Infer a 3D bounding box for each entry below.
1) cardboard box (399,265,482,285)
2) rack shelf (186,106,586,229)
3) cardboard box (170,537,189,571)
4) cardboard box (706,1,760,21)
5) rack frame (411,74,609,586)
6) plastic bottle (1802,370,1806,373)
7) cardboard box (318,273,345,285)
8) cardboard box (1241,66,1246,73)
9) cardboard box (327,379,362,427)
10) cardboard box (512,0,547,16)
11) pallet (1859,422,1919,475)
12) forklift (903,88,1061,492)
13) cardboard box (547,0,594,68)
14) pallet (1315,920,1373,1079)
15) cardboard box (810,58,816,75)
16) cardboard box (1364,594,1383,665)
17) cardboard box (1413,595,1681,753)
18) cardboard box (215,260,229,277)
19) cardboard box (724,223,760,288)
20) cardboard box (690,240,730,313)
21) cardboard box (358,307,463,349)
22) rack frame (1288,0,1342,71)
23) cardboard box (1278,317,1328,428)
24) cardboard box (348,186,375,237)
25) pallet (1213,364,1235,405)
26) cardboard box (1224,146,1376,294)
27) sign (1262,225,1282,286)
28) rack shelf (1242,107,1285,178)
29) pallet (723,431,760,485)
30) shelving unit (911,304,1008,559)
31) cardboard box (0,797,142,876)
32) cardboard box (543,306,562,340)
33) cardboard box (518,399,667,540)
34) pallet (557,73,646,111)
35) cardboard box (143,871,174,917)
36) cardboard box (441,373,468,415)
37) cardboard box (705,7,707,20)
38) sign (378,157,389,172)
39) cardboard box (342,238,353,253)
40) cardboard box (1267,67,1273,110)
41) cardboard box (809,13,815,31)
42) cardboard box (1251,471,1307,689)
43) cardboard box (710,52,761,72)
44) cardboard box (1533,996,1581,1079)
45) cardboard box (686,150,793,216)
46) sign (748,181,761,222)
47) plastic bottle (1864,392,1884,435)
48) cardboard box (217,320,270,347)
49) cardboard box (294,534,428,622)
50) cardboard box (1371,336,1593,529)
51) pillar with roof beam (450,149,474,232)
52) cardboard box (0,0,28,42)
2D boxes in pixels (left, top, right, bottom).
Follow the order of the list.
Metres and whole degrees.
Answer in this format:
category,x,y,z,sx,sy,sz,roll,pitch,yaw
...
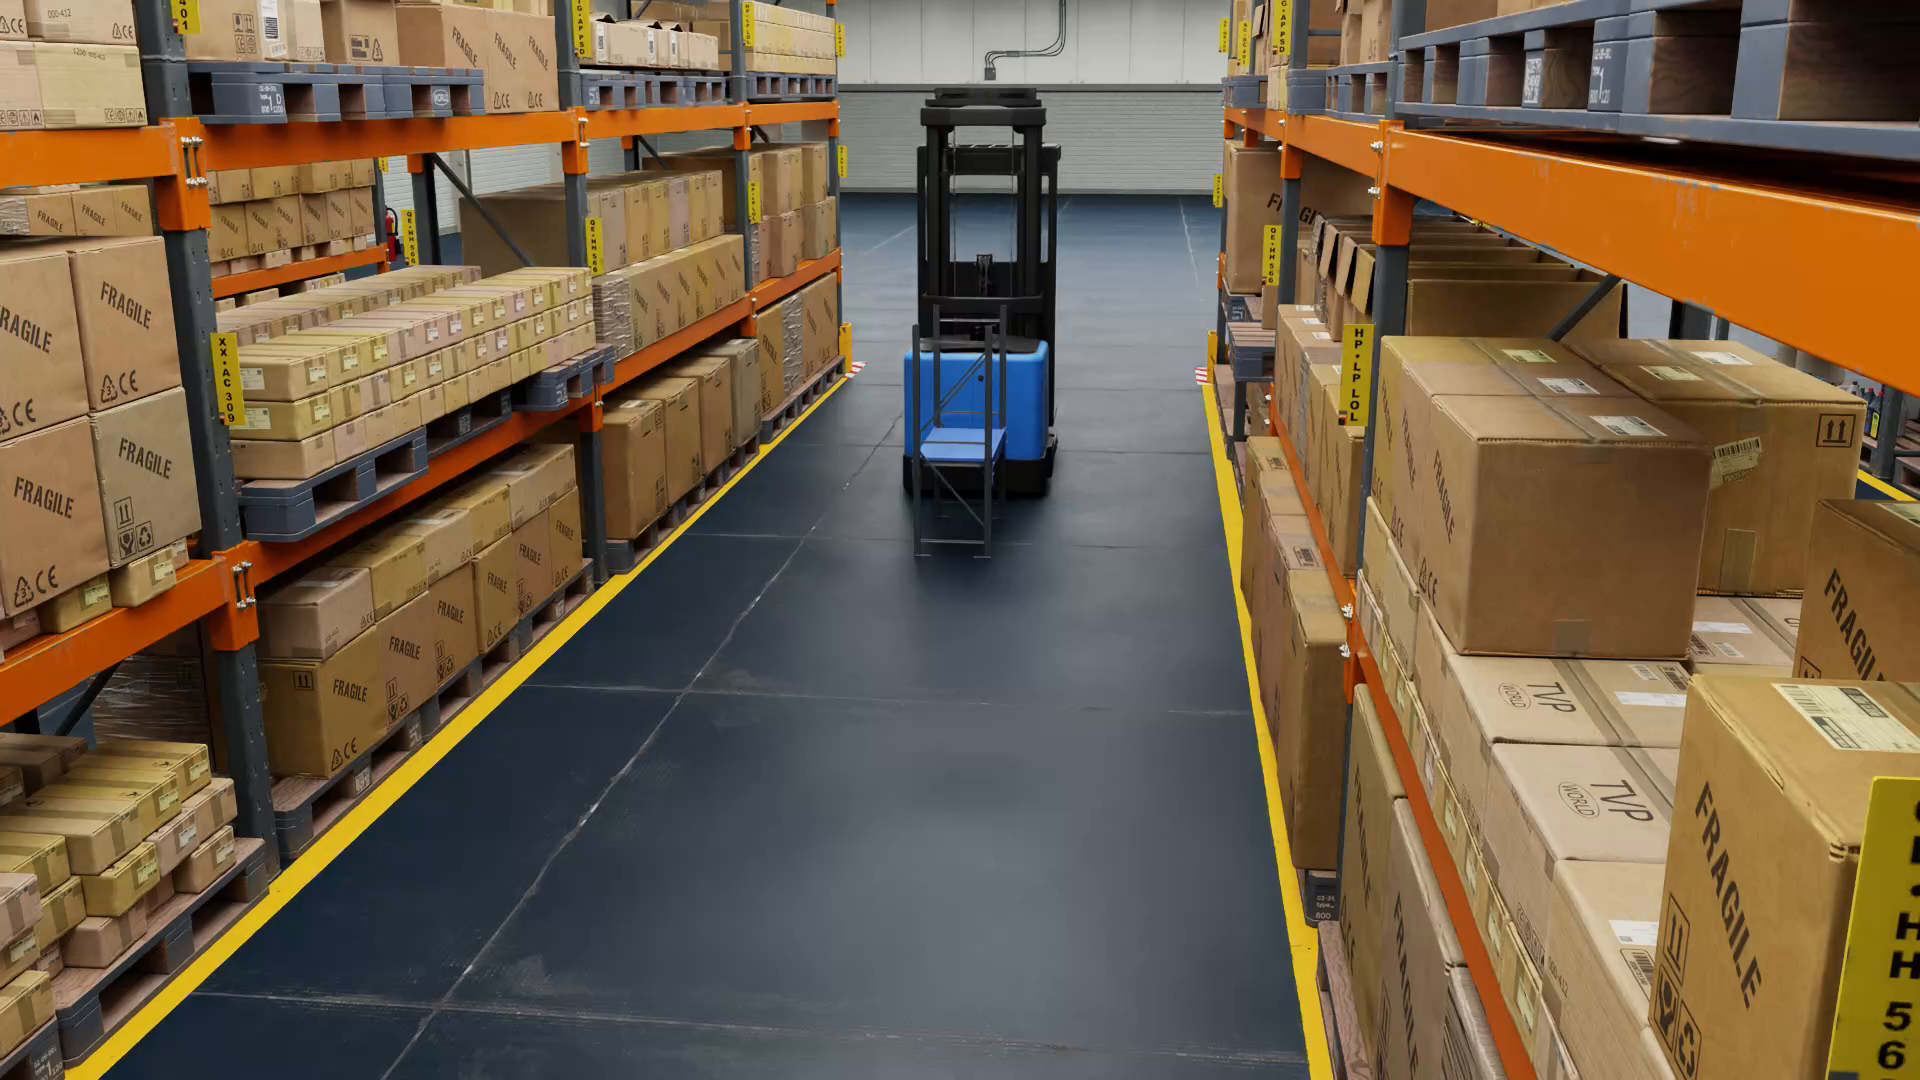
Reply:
category,x,y,z,sx,sy,sz,roll,pitch,yaw
cardboard box,-2.910,-1.451,9.320,0.380,0.149,0.250,2,15,6
rack shelf,-2.890,-1.780,7.630,1.077,0.370,4.000,2,15,6
cardboard box,-2.915,0.042,5.742,0.380,0.149,0.250,2,15,6
cardboard box,-1.834,-4.282,13.464,0.380,0.149,0.250,2,15,7
rack frame,-2.664,-1.198,9.846,1.000,3.000,0.127,2,15,6
plastic bottle,7.562,-1.389,14.936,0.097,0.271,0.097,0,15,0
cardboard box,-6.498,-2.630,16.927,0.380,0.149,0.250,2,15,8
cardboard box,2.522,-3.930,13.728,0.380,0.149,0.250,1,15,5
cardboard box,-2.587,-0.541,6.525,0.380,0.149,0.250,1,15,5
cardboard box,-2.452,-2.951,8.925,0.396,0.266,0.258,2,15,6
pallet,7.742,-0.744,13.509,1.003,0.211,1.213,2,15,6
forklift,0.234,-2.103,13.325,1.130,2.935,3.031,1,15,5
cardboard box,-2.747,-3.404,11.071,0.500,0.500,0.500,2,15,6
pallet,1.638,1.553,5.015,1.003,0.211,1.213,2,15,6
cardboard box,-1.577,-4.490,15.760,0.380,0.149,0.250,1,15,5
cardboard box,1.408,0.268,4.905,0.380,0.149,0.250,1,15,4
cardboard box,1.374,0.318,3.956,0.500,0.250,0.500,2,15,8
cardboard box,-6.812,-2.443,14.931,0.380,0.149,0.250,2,15,6
cardboard box,-2.183,-2.404,14.018,0.875,0.550,0.550,2,15,6
cardboard box,-2.063,-2.009,12.655,0.500,0.500,0.500,2,15,6
cardboard box,-2.469,-0.953,7.477,0.380,0.149,0.250,2,15,8
rack frame,2.252,-3.922,8.425,1.000,3.000,0.127,2,15,6
cardboard box,1.871,-0.822,8.264,0.500,0.500,0.500,1,15,5
cardboard box,-6.479,-3.435,17.359,0.500,0.500,0.500,1,15,5
pallet,3.020,-1.525,16.397,1.003,0.211,1.213,2,15,6
cardboard box,2.475,-2.353,12.165,1.000,1.000,1.000,2,15,7
sign,1.712,-1.560,9.118,0.100,0.325,0.005,2,15,6
rack shelf,2.478,-2.645,10.829,1.077,0.370,4.000,2,15,6
pallet,-2.225,-0.687,13.298,1.003,0.211,1.213,2,15,6
shelving unit,0.010,-0.746,11.048,0.538,1.500,1.048,2,15,6
cardboard box,-2.908,0.958,5.390,0.380,0.149,0.250,2,15,6
cardboard box,-2.323,-1.144,8.752,0.380,0.149,0.250,2,15,8
cardboard box,-2.506,-0.470,10.659,1.050,0.750,0.750,1,15,5
pallet,-2.645,-2.723,10.102,1.213,0.211,1.003,2,15,9
cardboard box,-2.934,1.190,5.673,0.380,0.149,0.250,2,15,8
cardboard box,-2.472,-0.669,7.568,0.380,0.149,0.250,1,15,5
cardboard box,-2.375,-4.565,14.509,0.380,0.149,0.250,2,15,6
sign,-6.142,-4.082,17.689,0.100,0.325,0.005,2,15,6
cardboard box,-6.490,-3.033,17.113,0.380,0.149,0.250,1,15,5
cardboard box,2.164,-2.791,10.278,0.500,0.250,0.500,2,15,8
cardboard box,-1.578,-4.875,15.655,0.380,0.149,0.250,2,15,6
cardboard box,2.046,0.207,7.917,1.225,0.875,0.875,2,15,6
cardboard box,-1.834,-3.897,13.568,0.380,0.149,0.250,1,15,5
cardboard box,1.149,0.871,2.676,0.380,0.149,0.250,2,15,7
cardboard box,-1.993,-3.206,14.915,0.875,0.550,0.550,2,15,6
sign,-1.673,-2.743,13.492,0.100,0.325,0.005,2,15,6
plastic bottle,7.411,-1.026,13.443,0.144,0.351,0.185,1,15,5
cardboard box,-3.175,-0.844,7.073,0.380,0.149,0.250,2,15,6
cardboard box,-2.712,0.159,7.374,0.500,0.250,0.500,2,15,8
cardboard box,1.493,-0.305,4.823,0.500,0.500,0.500,2,15,6
pillar with roof beam,-6.289,-10.821,33.942,9.100,9.000,0.400,2,15,6
cardboard box,-2.986,-1.516,4.603,0.500,0.250,0.500,1,15,4
